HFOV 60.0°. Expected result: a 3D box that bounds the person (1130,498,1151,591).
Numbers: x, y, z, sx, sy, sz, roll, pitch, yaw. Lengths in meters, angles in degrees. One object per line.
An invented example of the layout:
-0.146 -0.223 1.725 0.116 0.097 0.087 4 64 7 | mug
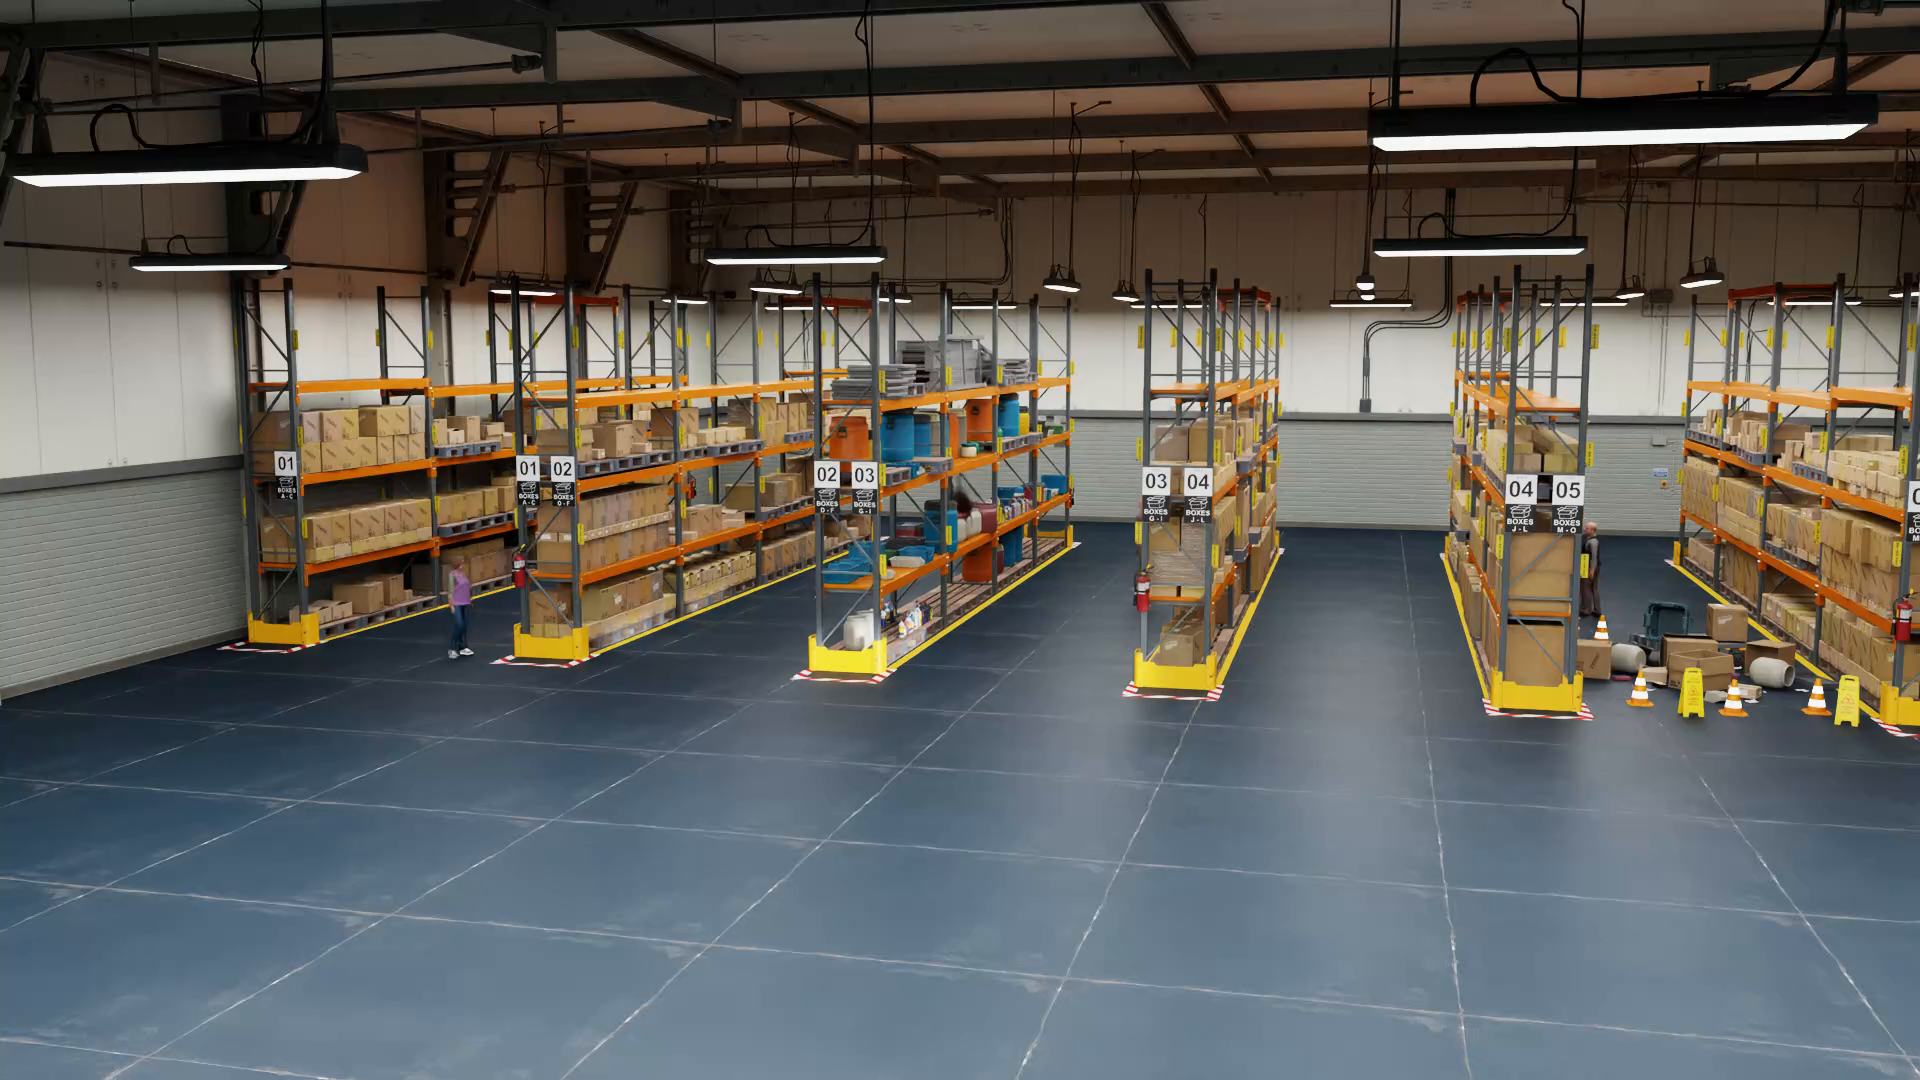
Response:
3.450 0.062 31.371 0.443 1.785 0.612 1 7 10 | person

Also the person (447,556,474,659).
-7.950 1.056 26.445 0.352 1.613 0.490 3 8 24 | person

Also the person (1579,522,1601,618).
11.454 0.534 30.237 0.441 1.727 0.554 6 9 40 | person
